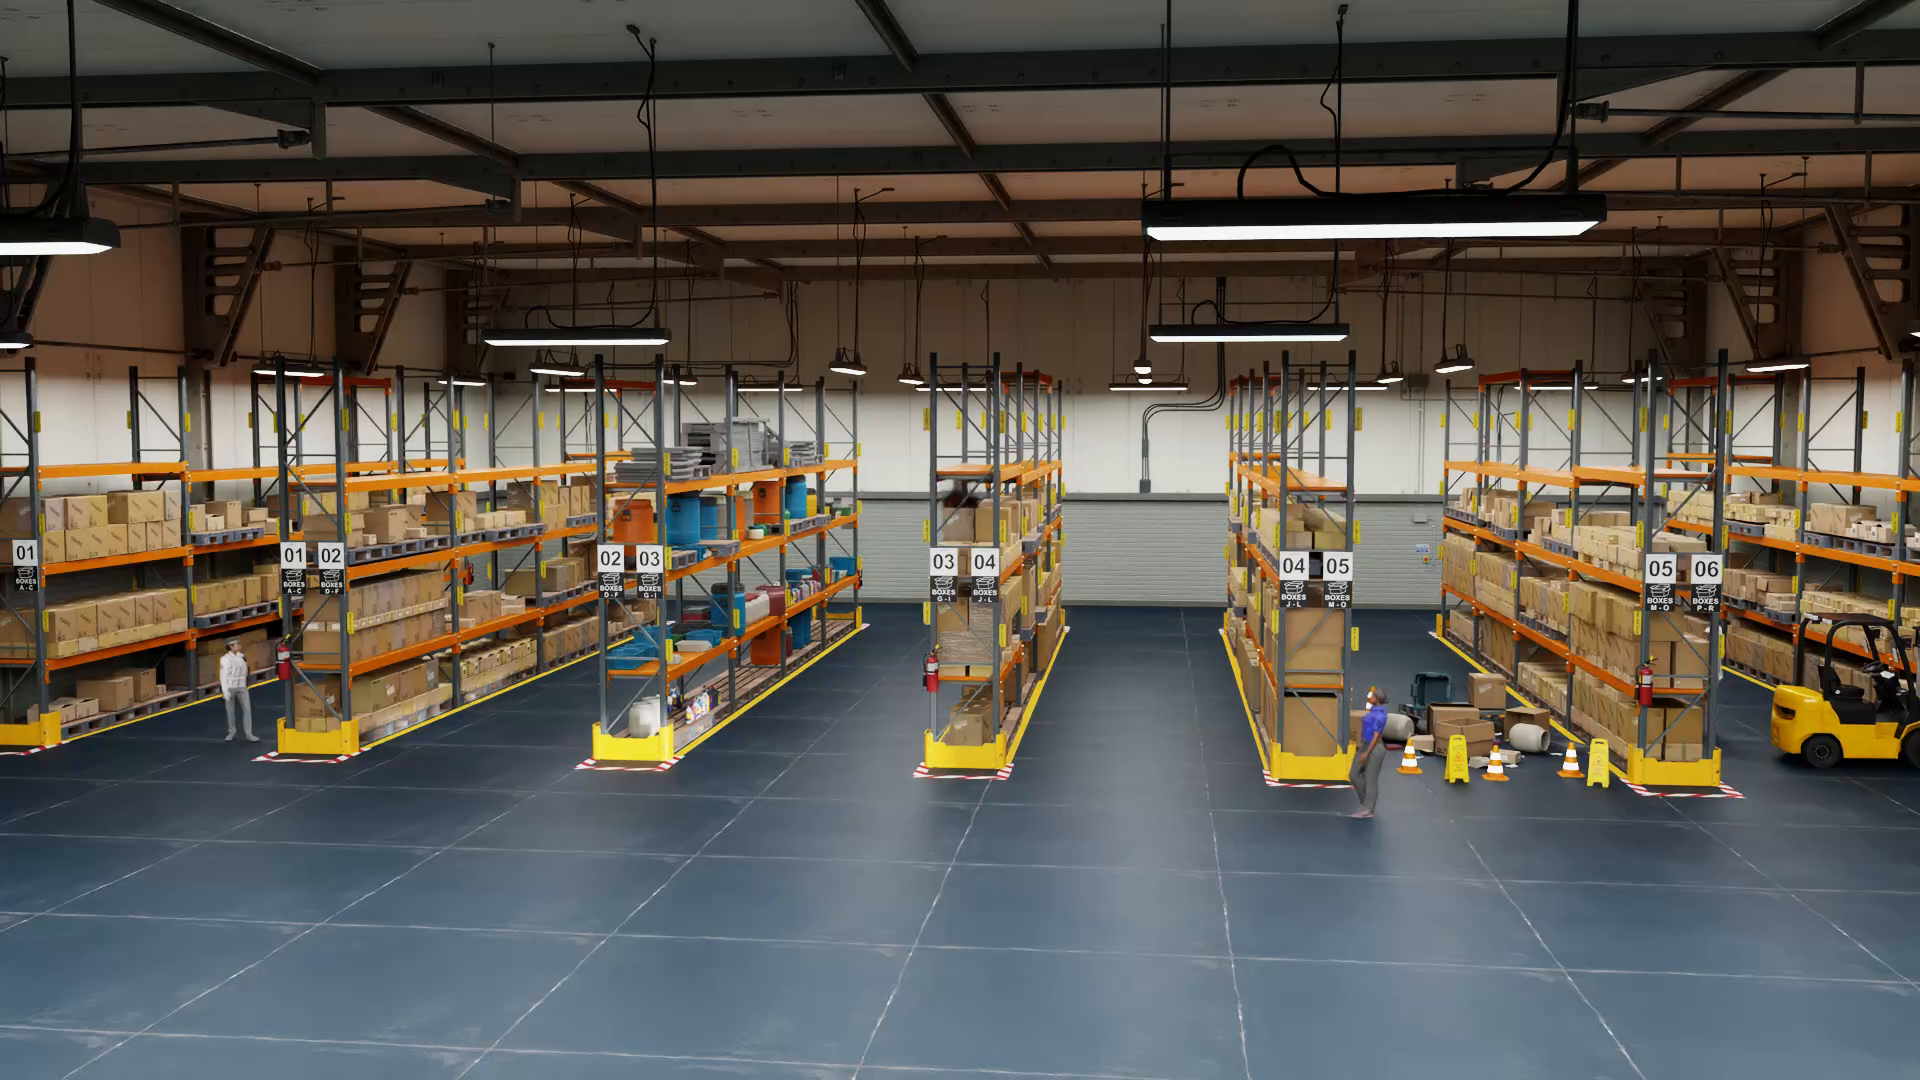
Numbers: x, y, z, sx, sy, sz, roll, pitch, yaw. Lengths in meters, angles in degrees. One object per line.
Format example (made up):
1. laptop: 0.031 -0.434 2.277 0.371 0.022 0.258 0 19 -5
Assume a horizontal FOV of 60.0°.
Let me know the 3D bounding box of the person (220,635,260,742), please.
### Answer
1. person: -11.354 2.327 26.056 0.588 1.675 0.512 4 6 44

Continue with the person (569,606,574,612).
1. person: -9.527 1.224 40.996 0.560 1.783 0.595 2 4 24

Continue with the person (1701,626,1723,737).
1. person: 12.030 2.243 26.663 0.407 1.781 0.587 3 5 34

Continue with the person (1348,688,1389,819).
1. person: 5.169 2.709 21.083 0.466 1.680 0.486 -1 4 -19

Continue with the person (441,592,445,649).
1. person: -11.627 1.575 36.961 0.410 1.659 0.523 1 4 13
